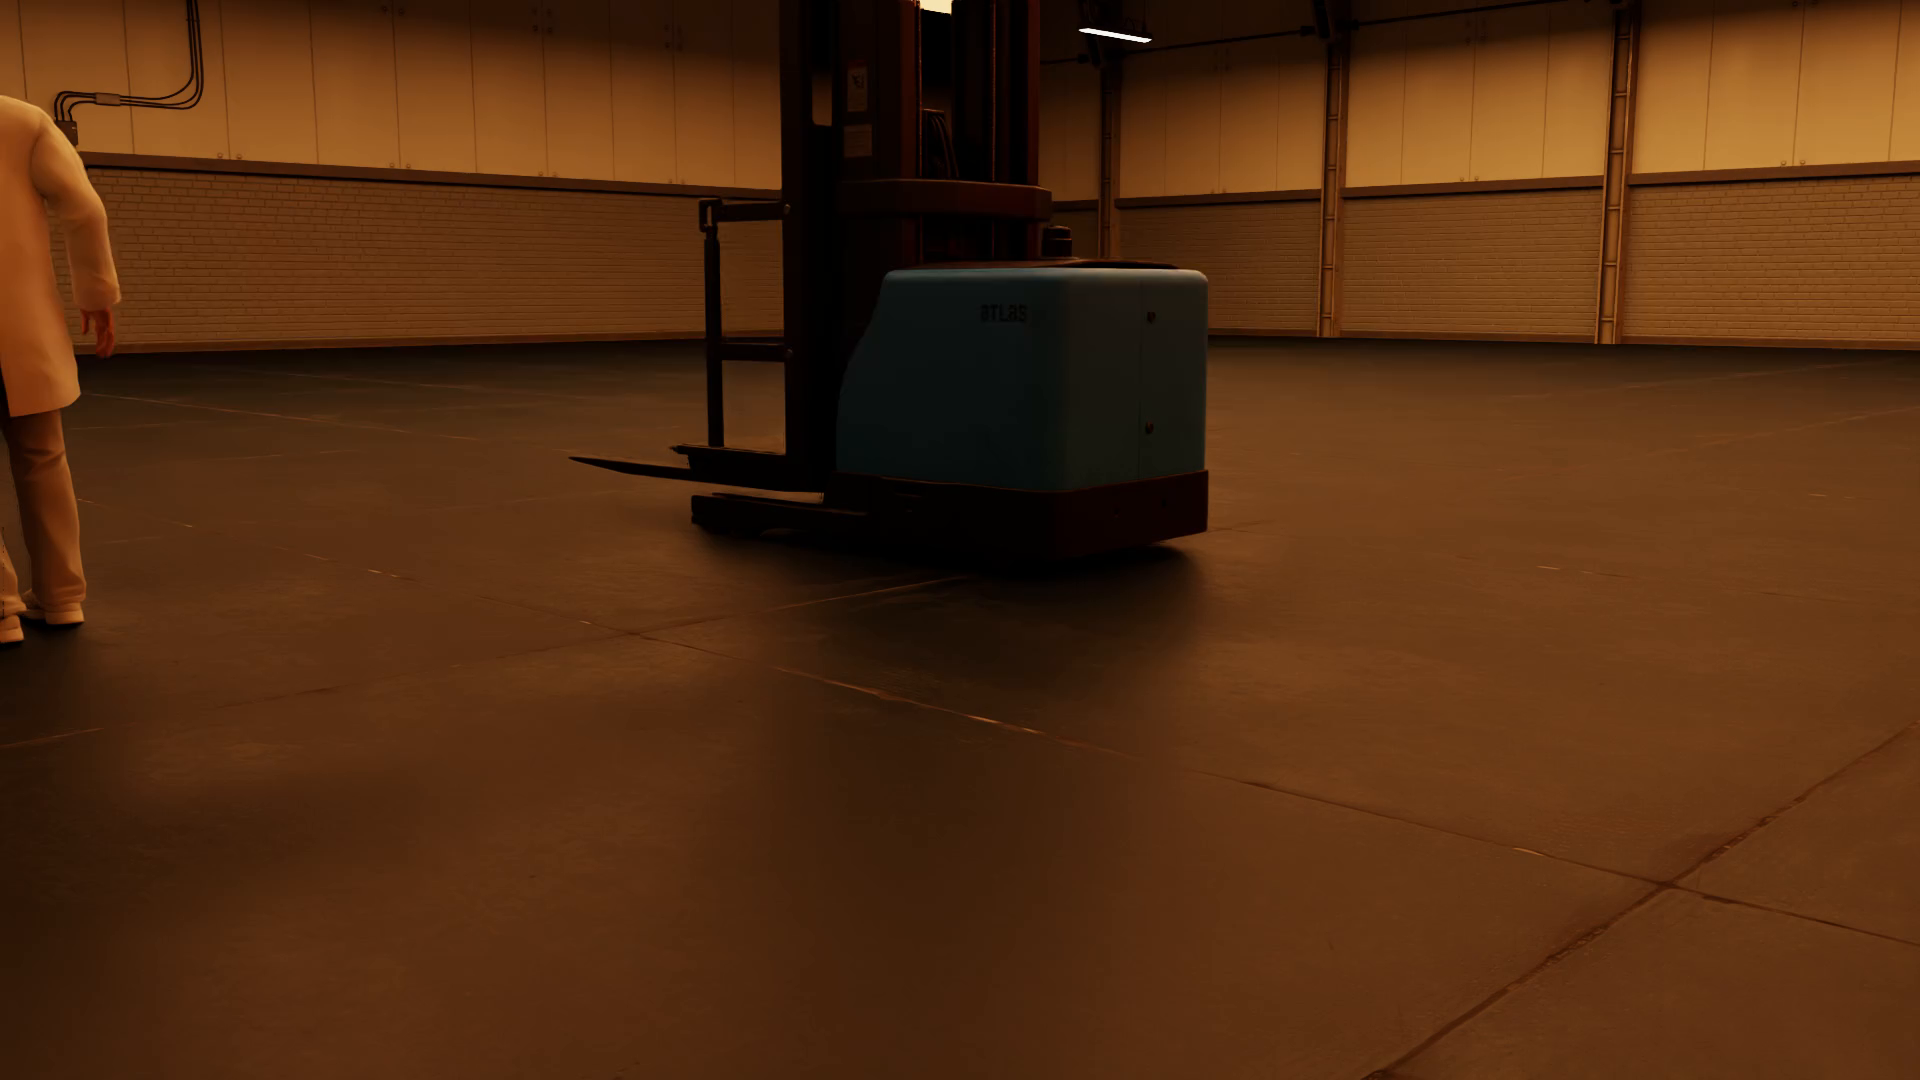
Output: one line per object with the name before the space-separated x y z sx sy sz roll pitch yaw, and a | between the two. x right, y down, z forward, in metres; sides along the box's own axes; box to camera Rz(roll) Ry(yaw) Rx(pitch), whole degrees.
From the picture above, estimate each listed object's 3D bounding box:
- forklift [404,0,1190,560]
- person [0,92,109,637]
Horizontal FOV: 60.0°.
forklift | -0.635 -1.452 6.519 3.031 2.935 1.130 1 9 3
person | -2.848 -0.614 4.784 0.699 1.777 0.582 -8 12 -43
